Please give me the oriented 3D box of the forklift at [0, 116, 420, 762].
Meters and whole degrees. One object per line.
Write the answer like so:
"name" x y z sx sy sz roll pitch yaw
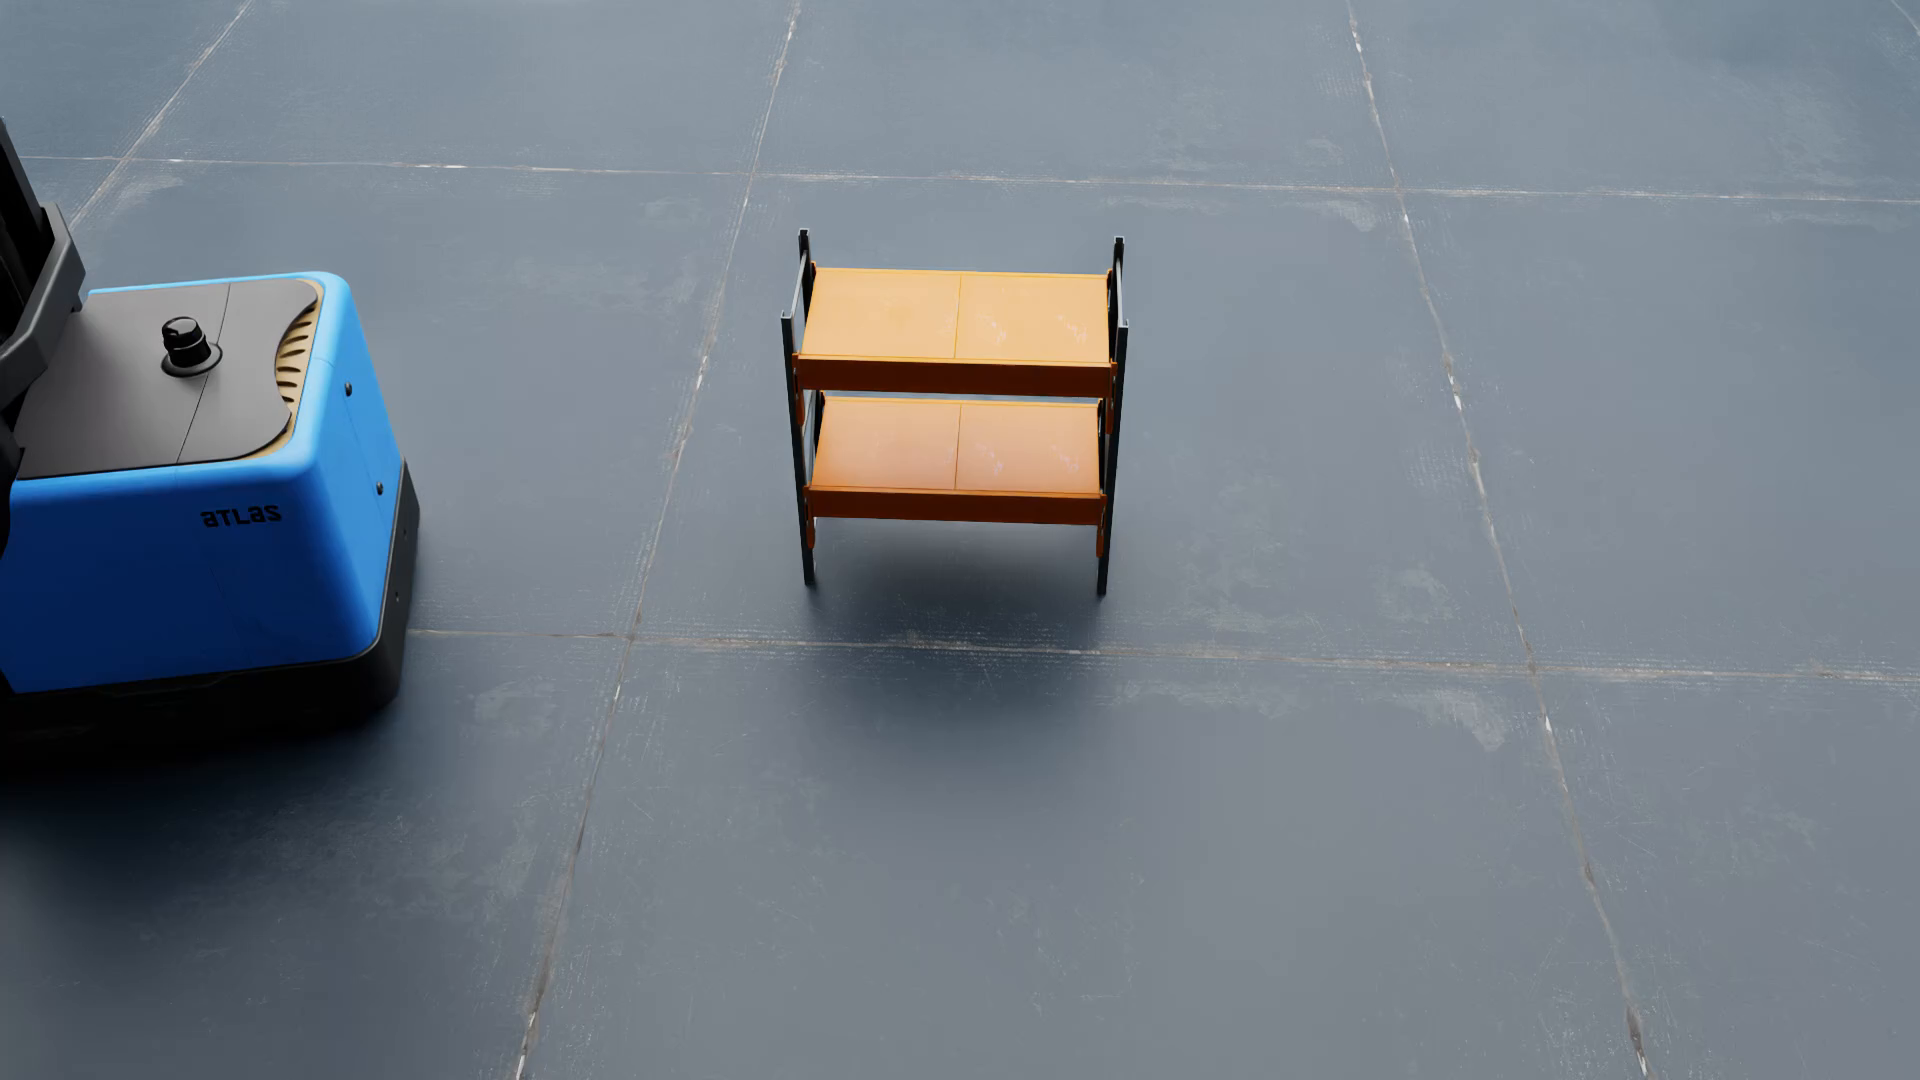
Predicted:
"forklift" -3.365 -0.679 4.528 3.031 2.935 1.130 -6 43 -6

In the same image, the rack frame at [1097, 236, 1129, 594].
"rack frame" 0.501 -0.396 5.549 0.032 1.125 0.500 2 43 2

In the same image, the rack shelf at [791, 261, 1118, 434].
"rack shelf" -0.007 -0.626 5.366 1.000 0.278 0.538 2 43 2

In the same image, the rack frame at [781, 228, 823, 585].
"rack frame" -0.515 -0.427 5.582 0.032 1.125 0.500 2 43 2

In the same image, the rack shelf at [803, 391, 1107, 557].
"rack shelf" -0.007 -0.233 5.732 1.000 0.278 0.538 2 43 2

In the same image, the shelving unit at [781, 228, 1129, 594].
"shelving unit" -0.007 -0.412 5.566 1.048 1.125 0.538 2 43 2
